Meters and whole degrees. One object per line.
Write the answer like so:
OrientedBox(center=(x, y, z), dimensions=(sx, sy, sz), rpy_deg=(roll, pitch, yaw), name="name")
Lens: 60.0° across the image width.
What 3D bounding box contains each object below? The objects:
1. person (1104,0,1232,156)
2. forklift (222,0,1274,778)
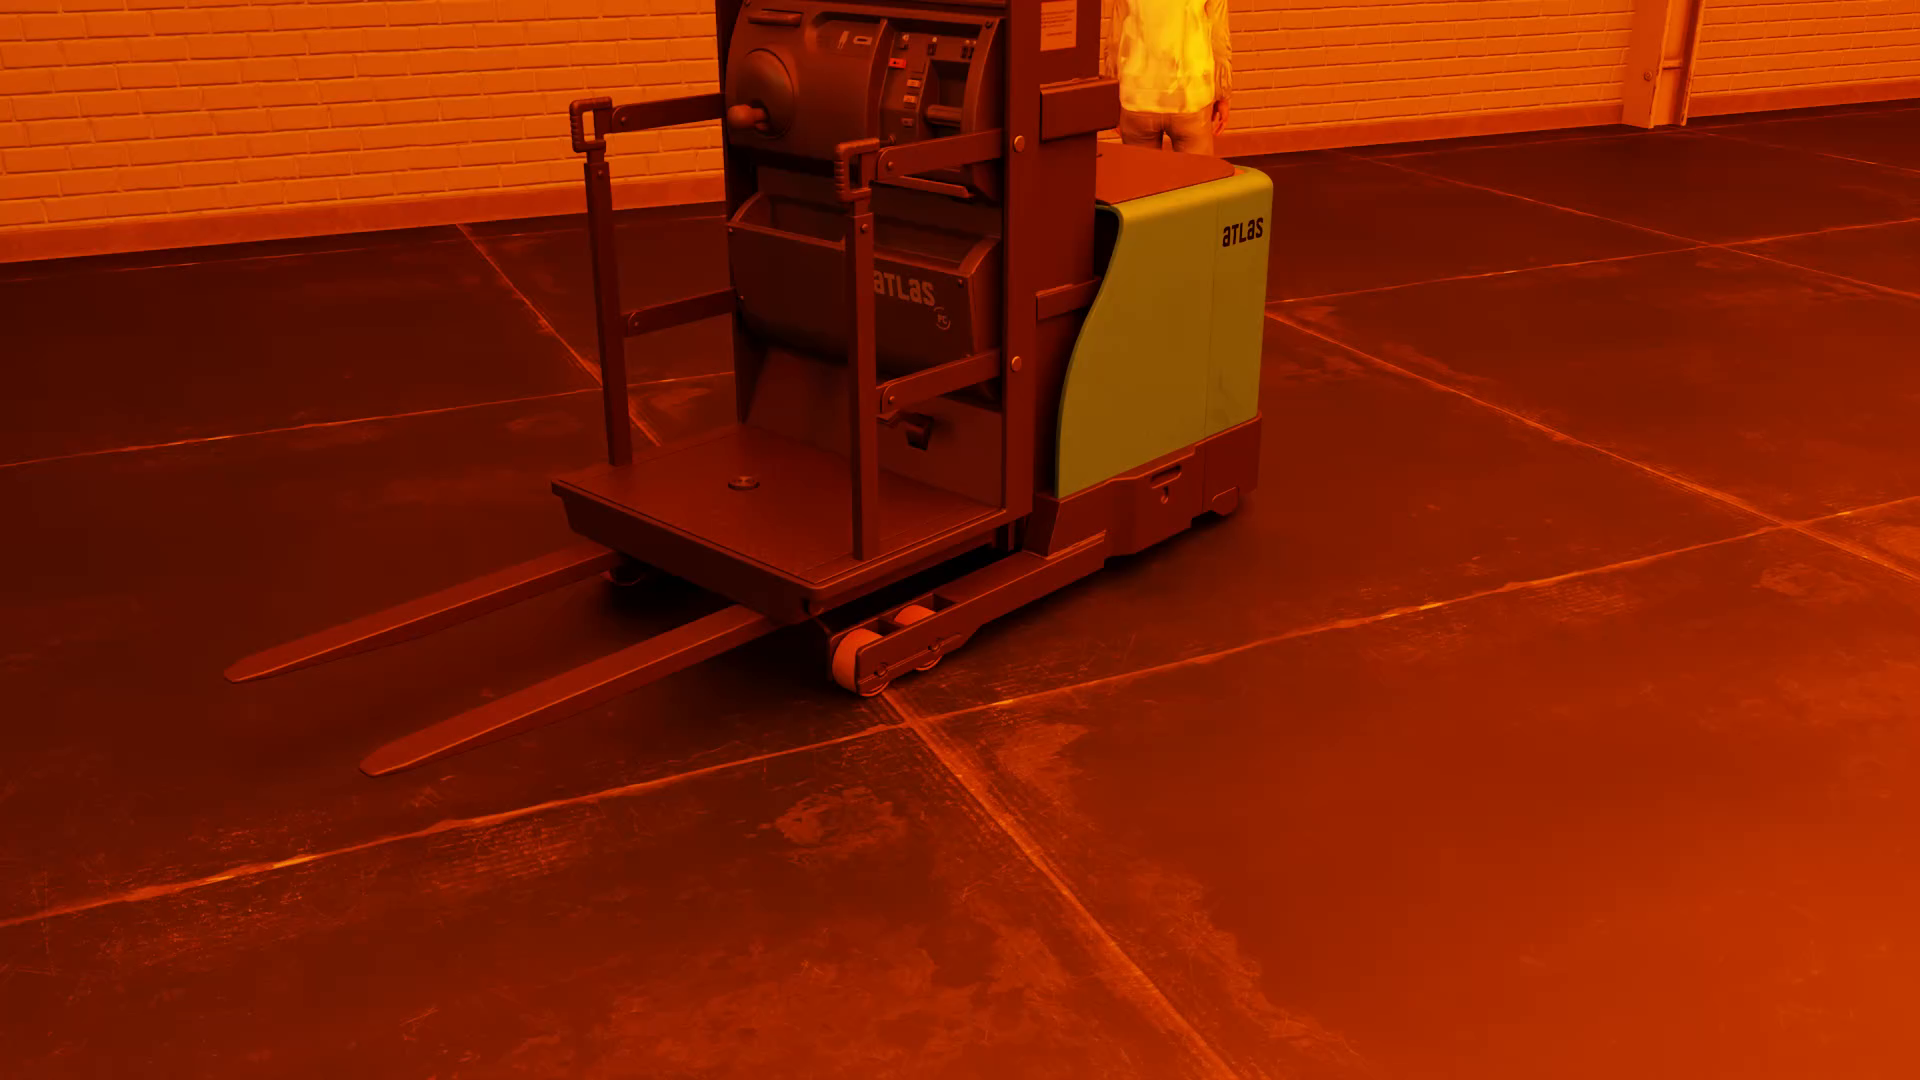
OrientedBox(center=(0.961, -2.019, 7.660), dimensions=(0.582, 1.771, 0.465), rpy_deg=(6, 23, 14), name="person")
OrientedBox(center=(-0.413, -1.182, 4.131), dimensions=(1.130, 2.935, 3.031), rpy_deg=(19, 29, 39), name="forklift")
